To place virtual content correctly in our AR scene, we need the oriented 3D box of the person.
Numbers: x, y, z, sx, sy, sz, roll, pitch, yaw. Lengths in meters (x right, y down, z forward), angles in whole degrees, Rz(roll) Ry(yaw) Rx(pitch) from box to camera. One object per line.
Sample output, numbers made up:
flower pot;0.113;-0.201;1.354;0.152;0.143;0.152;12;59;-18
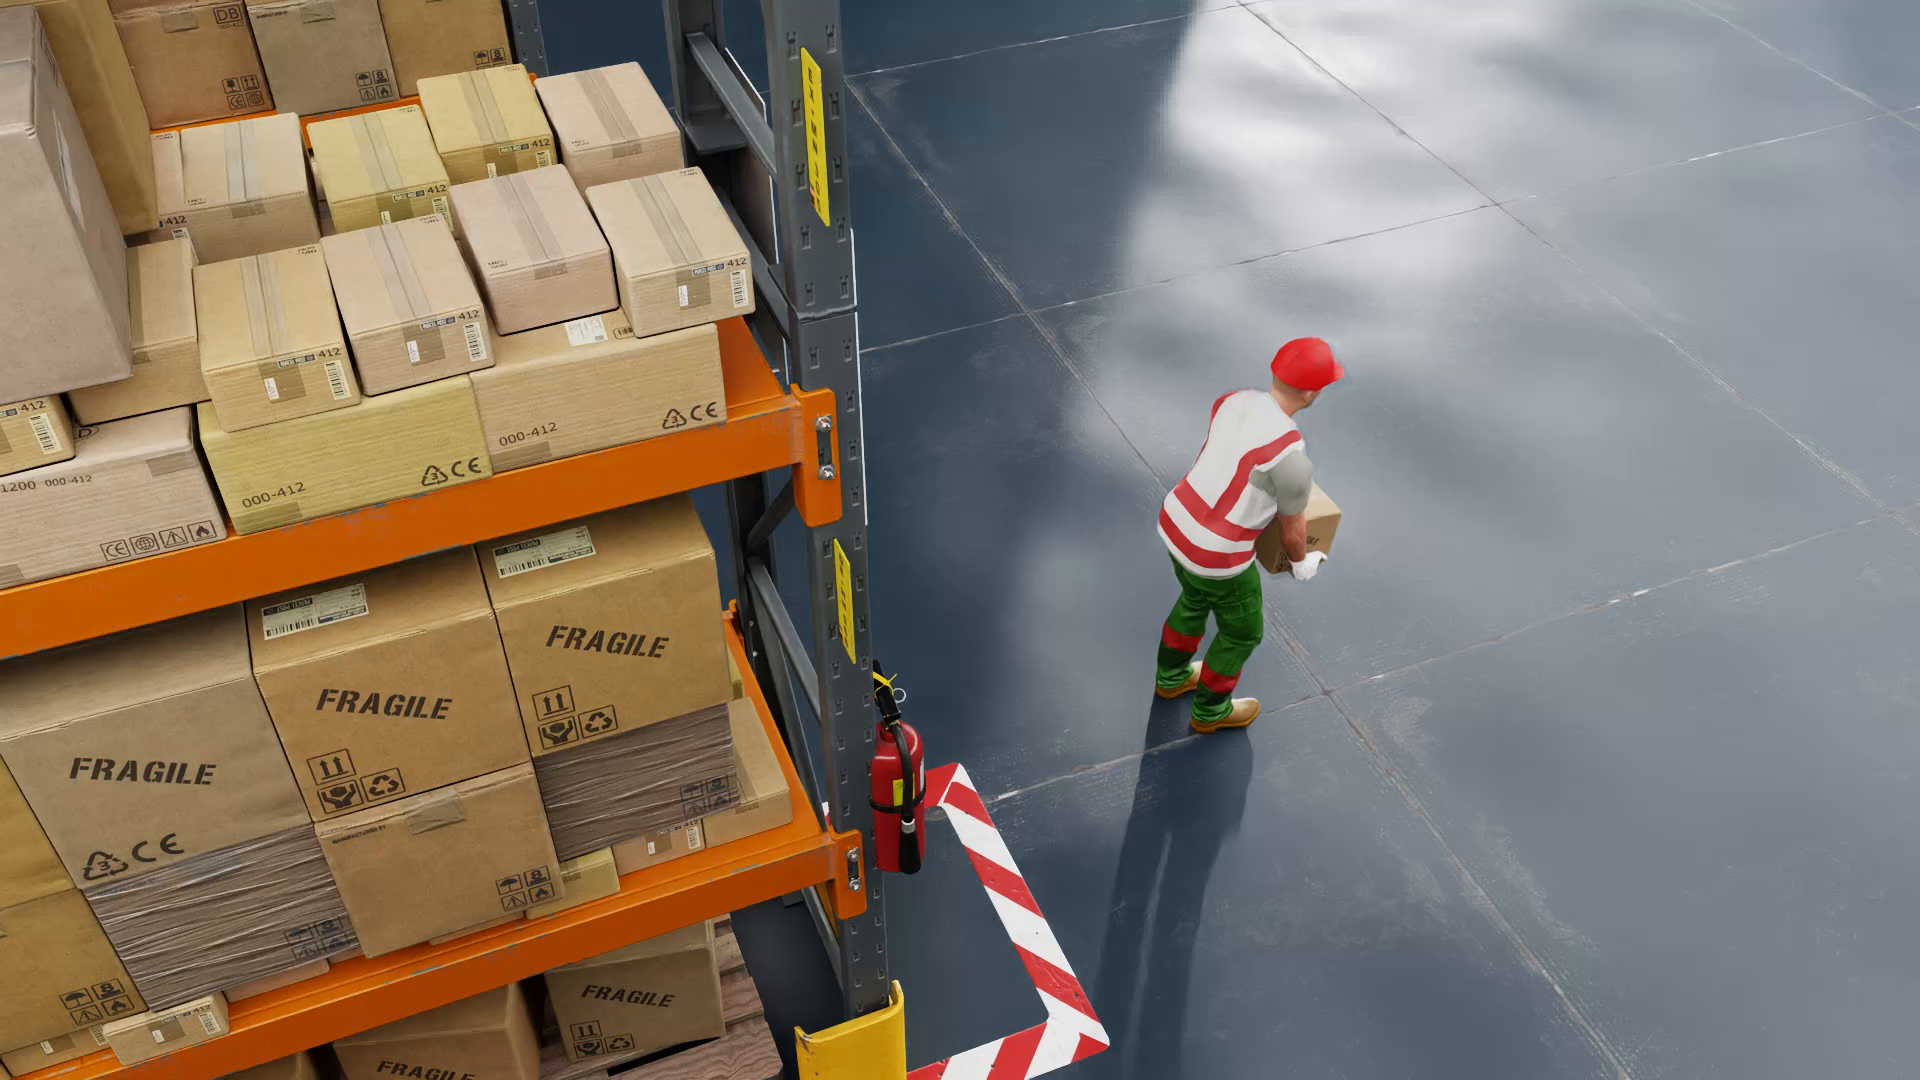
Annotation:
person;1.051;-0.002;6.207;0.637;1.702;0.483;-16;44;-17
